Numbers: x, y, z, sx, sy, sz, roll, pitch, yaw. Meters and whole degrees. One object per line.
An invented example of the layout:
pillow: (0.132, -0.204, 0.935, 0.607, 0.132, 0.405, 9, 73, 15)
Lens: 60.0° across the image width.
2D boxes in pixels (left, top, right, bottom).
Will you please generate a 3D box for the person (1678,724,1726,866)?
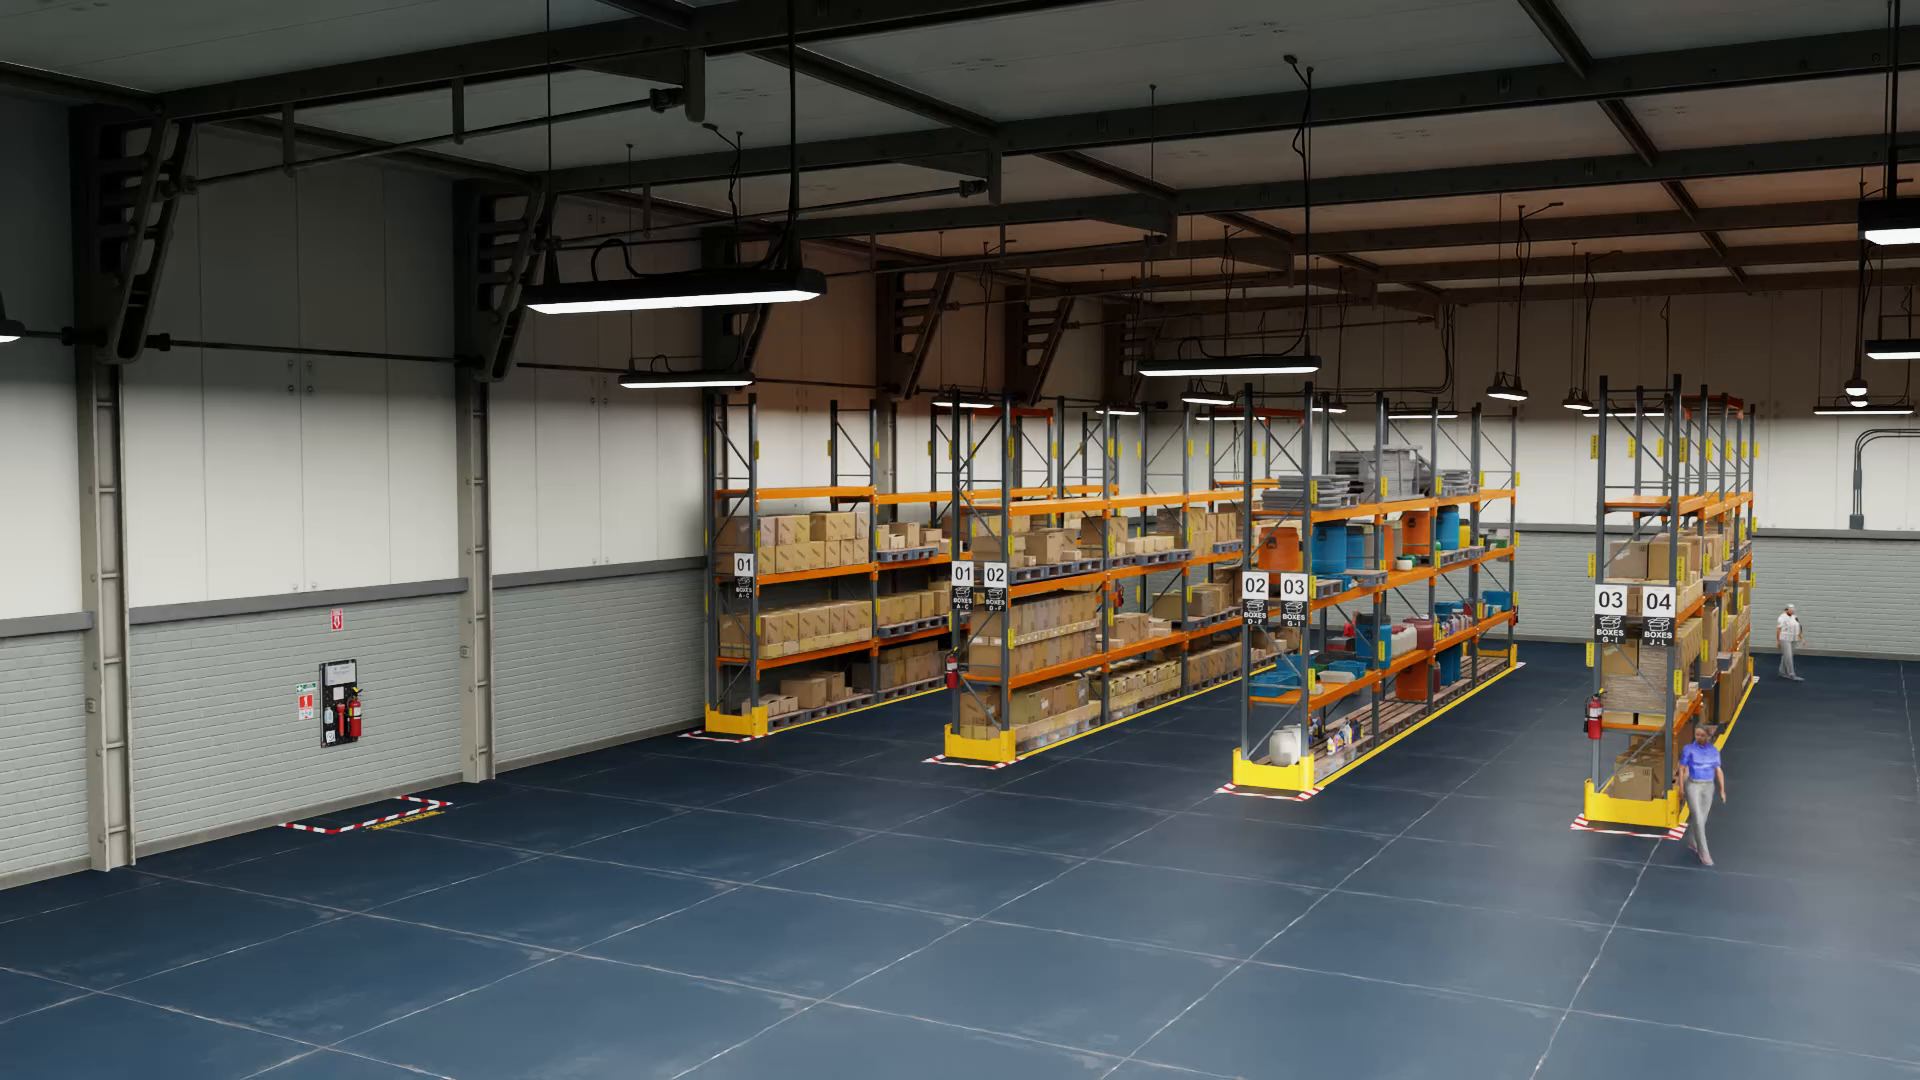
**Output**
person: (9.099, 3.086, 20.367, 0.463, 1.672, 0.782, 0, 3, -4)

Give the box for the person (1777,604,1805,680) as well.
person: (18.180, 2.207, 36.350, 0.527, 1.645, 0.727, -1, 3, -19)

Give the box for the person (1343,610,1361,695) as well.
person: (8.089, 2.319, 34.053, 0.576, 1.767, 0.393, 0, 3, 4)
